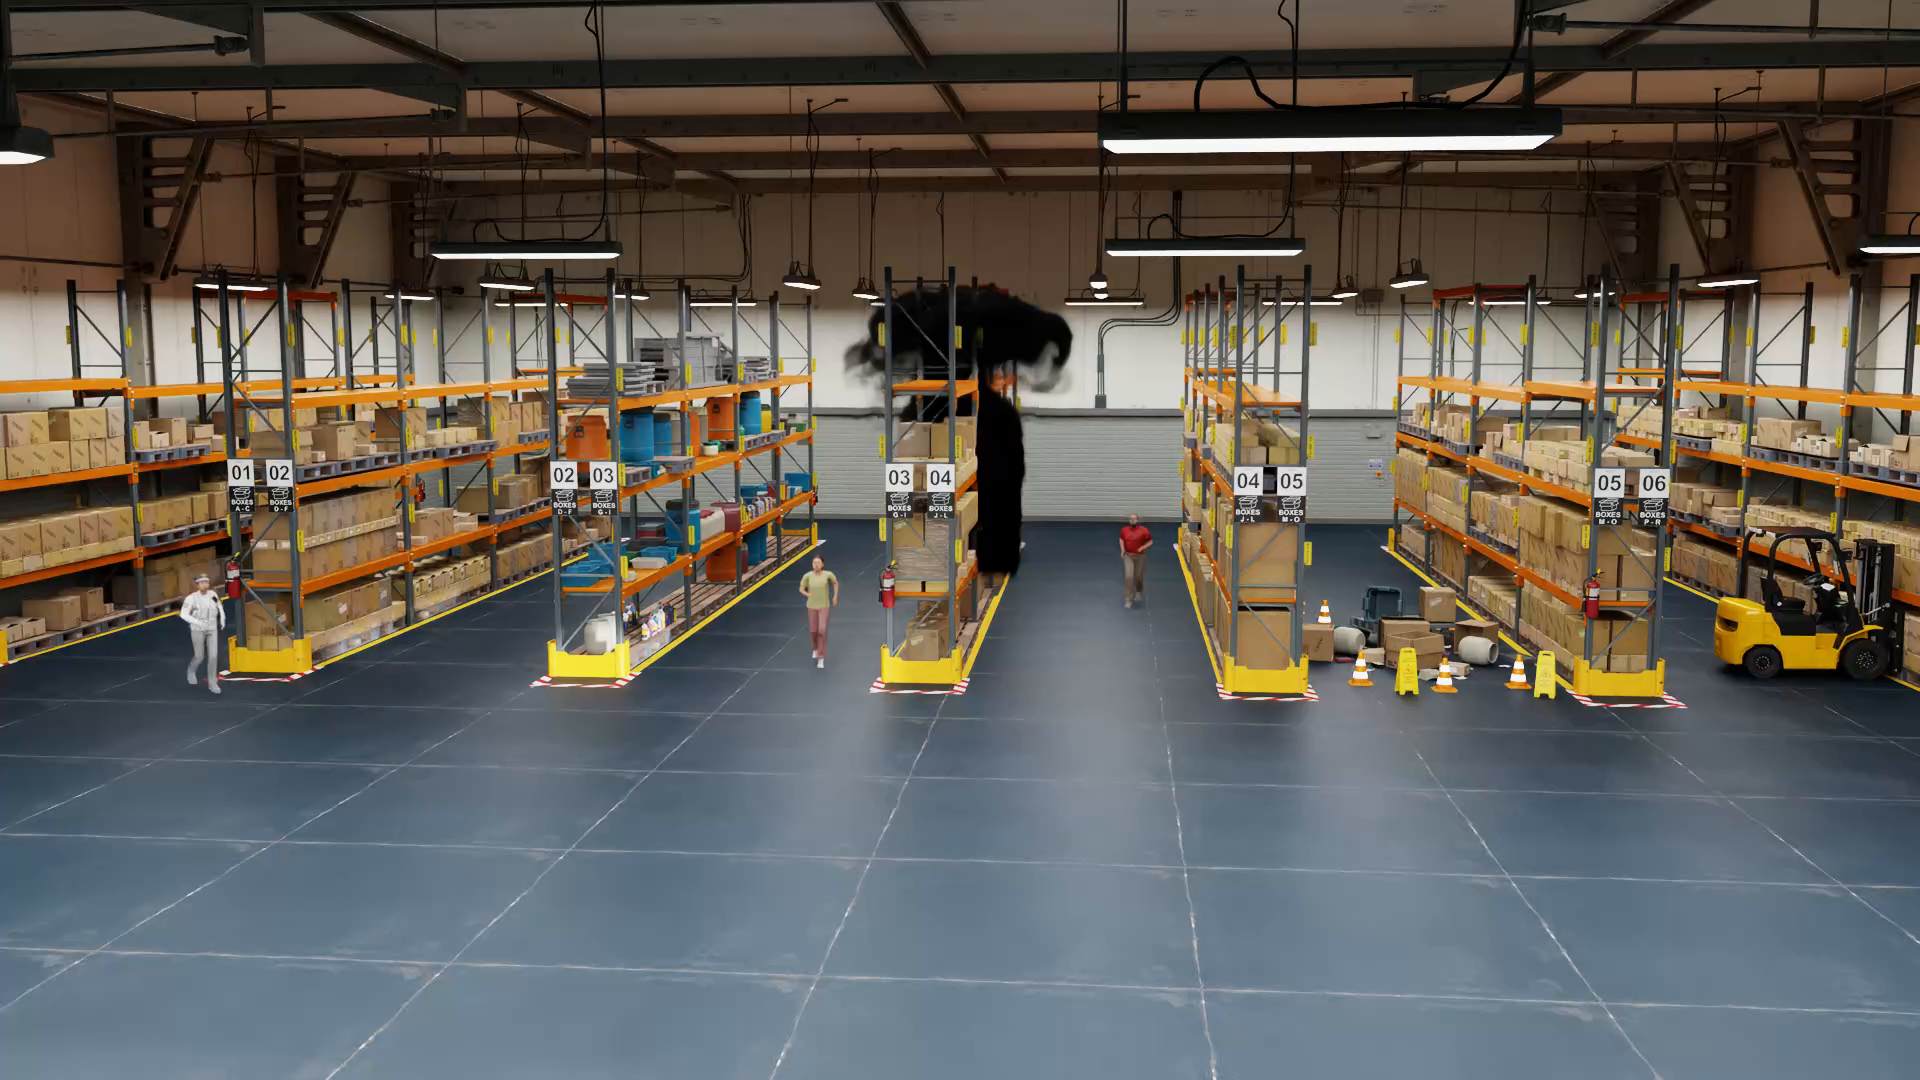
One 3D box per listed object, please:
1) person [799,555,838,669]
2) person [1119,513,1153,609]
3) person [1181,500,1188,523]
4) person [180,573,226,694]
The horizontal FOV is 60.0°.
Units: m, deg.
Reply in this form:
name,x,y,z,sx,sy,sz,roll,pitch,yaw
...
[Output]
name,x,y,z,sx,sy,sz,roll,pitch,yaw
person,-2.177,1.073,25.589,0.590,1.701,0.838,0,7,0
person,3.285,0.371,31.117,0.649,1.763,0.852,2,7,13
person,5.781,-0.782,40.822,0.940,1.703,0.669,-4,8,-29
person,-10.769,1.301,23.688,0.792,1.705,0.640,7,10,44
